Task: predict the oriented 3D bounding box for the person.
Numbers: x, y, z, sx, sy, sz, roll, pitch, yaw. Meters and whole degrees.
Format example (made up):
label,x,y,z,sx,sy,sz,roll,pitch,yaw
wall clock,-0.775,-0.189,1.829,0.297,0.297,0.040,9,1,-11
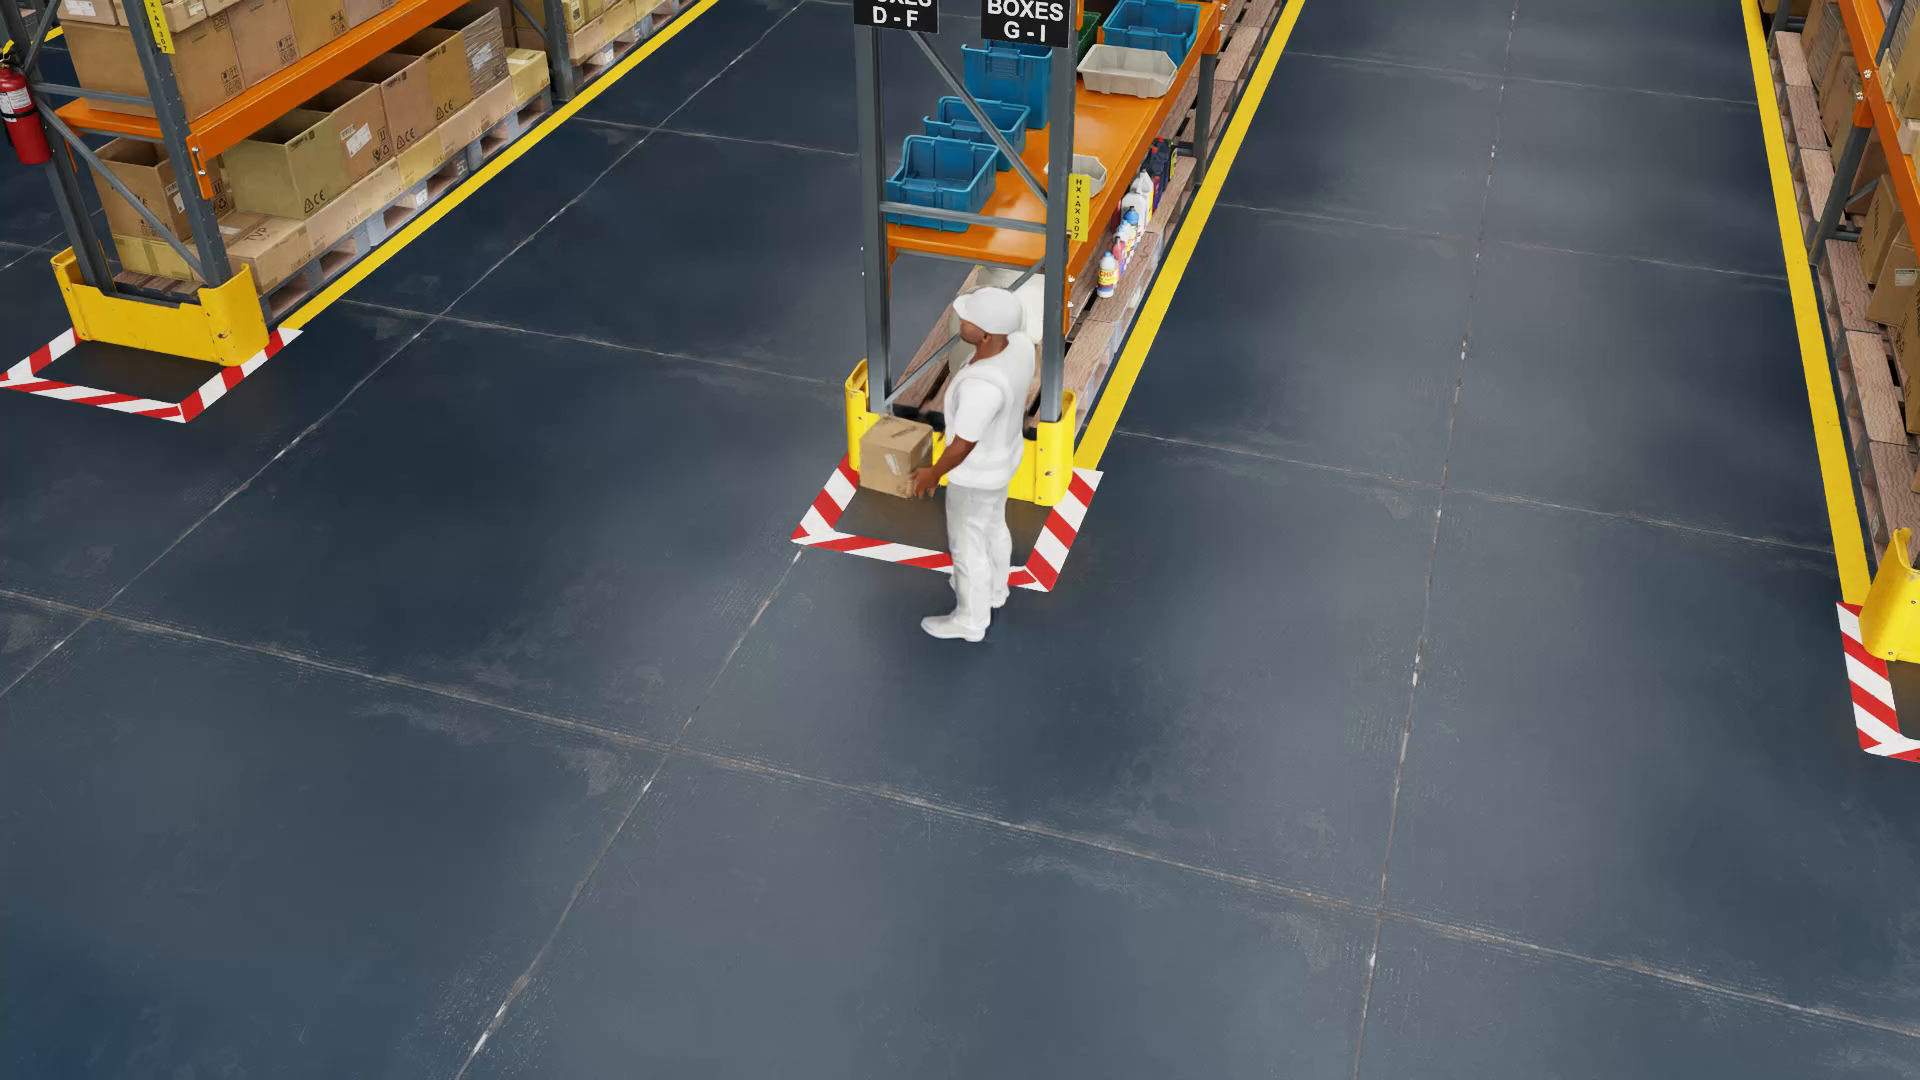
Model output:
label,x,y,z,sx,sy,sz,roll,pitch,yaw
person,0.054,-0.335,7.308,0.464,1.778,0.554,12,39,16
